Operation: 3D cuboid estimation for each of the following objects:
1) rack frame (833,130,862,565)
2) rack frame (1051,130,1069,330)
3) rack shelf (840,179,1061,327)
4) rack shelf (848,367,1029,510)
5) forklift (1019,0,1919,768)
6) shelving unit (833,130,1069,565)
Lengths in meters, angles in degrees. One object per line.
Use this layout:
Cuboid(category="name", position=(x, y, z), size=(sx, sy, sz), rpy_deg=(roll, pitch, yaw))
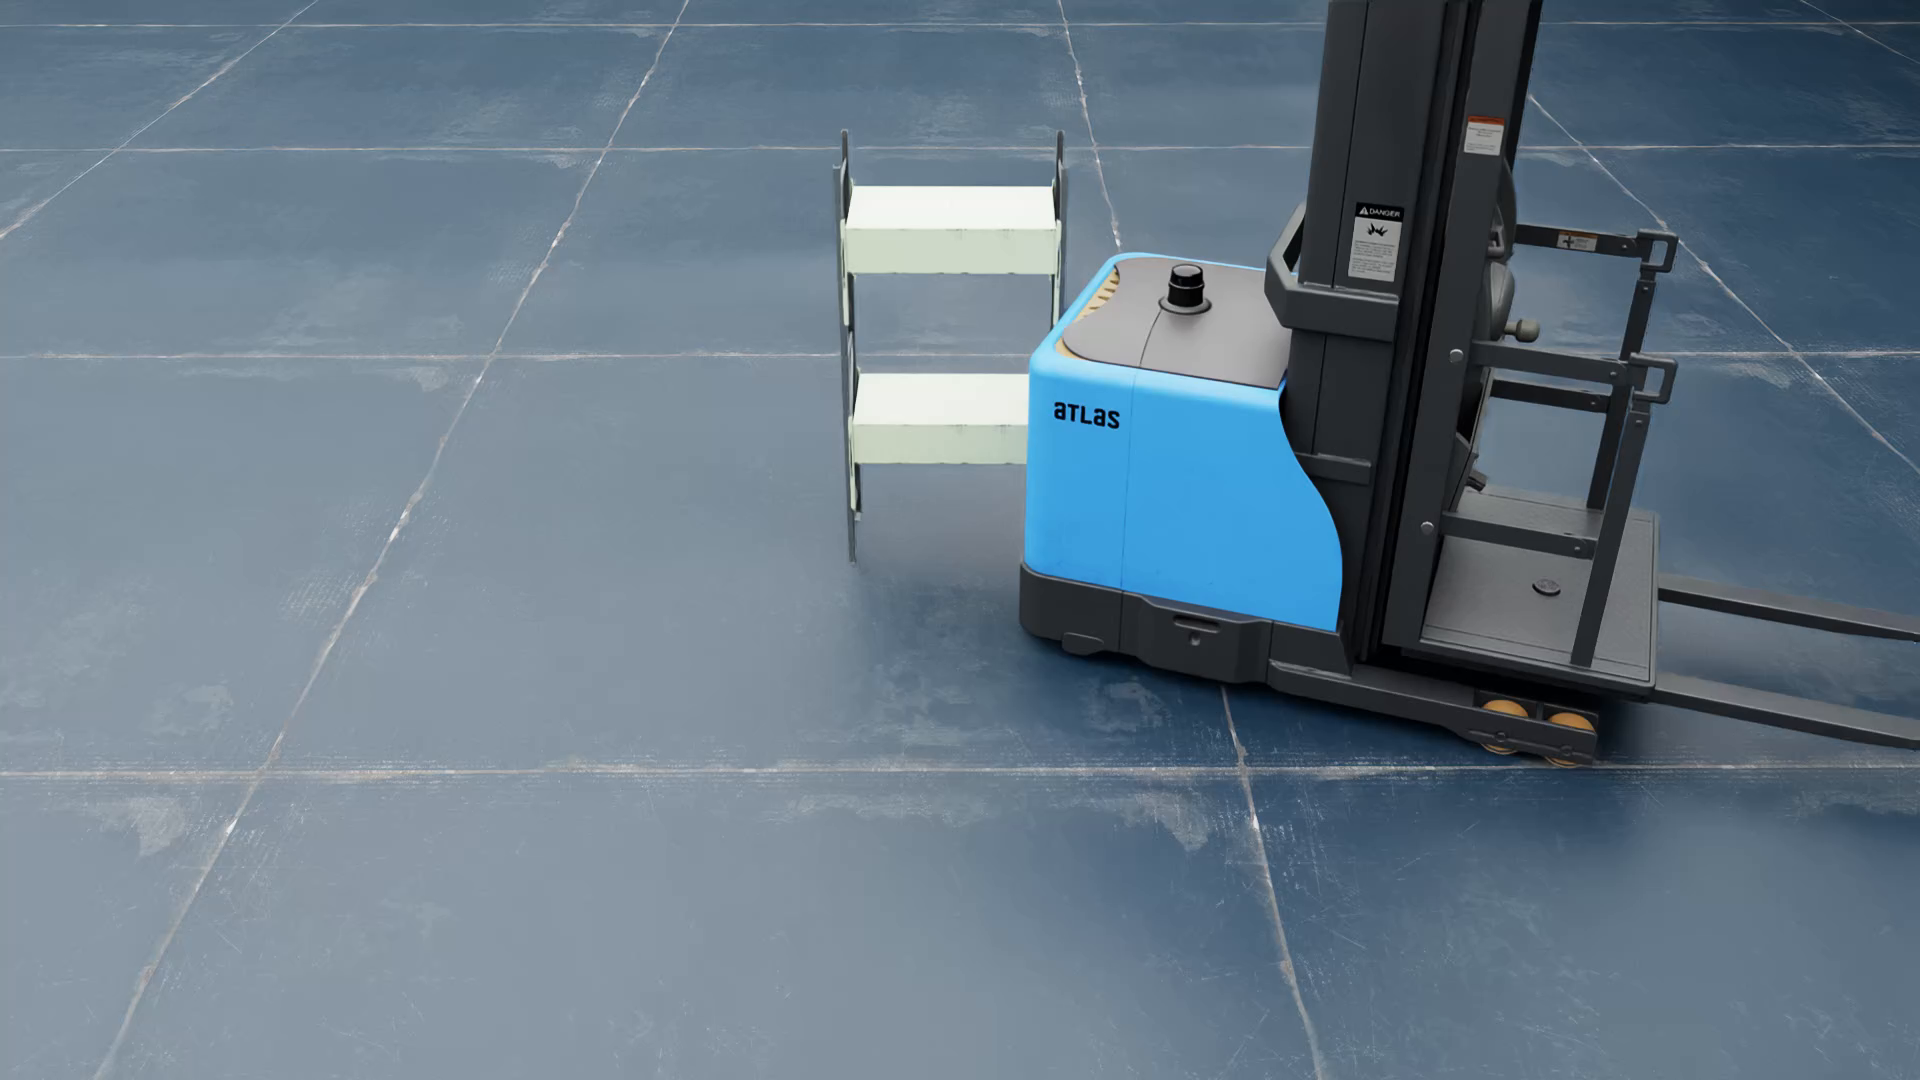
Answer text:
Cuboid(category="rack frame", position=(-0.394, -0.653, 5.880), size=(0.023, 1.500, 0.400), rpy_deg=(0, 31, 1))
Cuboid(category="rack frame", position=(0.338, -0.649, 5.873), size=(0.023, 1.500, 0.400), rpy_deg=(0, 31, 1))
Cuboid(category="rack shelf", position=(-0.028, -0.984, 5.674), size=(0.720, 0.370, 0.431), rpy_deg=(0, 31, 1))
Cuboid(category="rack shelf", position=(-0.028, -0.372, 6.046), size=(0.720, 0.370, 0.431), rpy_deg=(0, 31, 1))
Cuboid(category="forklift", position=(1.772, -0.866, 4.852), size=(3.031, 2.935, 1.130), rpy_deg=(11, 33, 17))
Cuboid(category="shelving unit", position=(-0.028, -0.651, 5.876), size=(0.755, 1.500, 0.431), rpy_deg=(0, 31, 1))
